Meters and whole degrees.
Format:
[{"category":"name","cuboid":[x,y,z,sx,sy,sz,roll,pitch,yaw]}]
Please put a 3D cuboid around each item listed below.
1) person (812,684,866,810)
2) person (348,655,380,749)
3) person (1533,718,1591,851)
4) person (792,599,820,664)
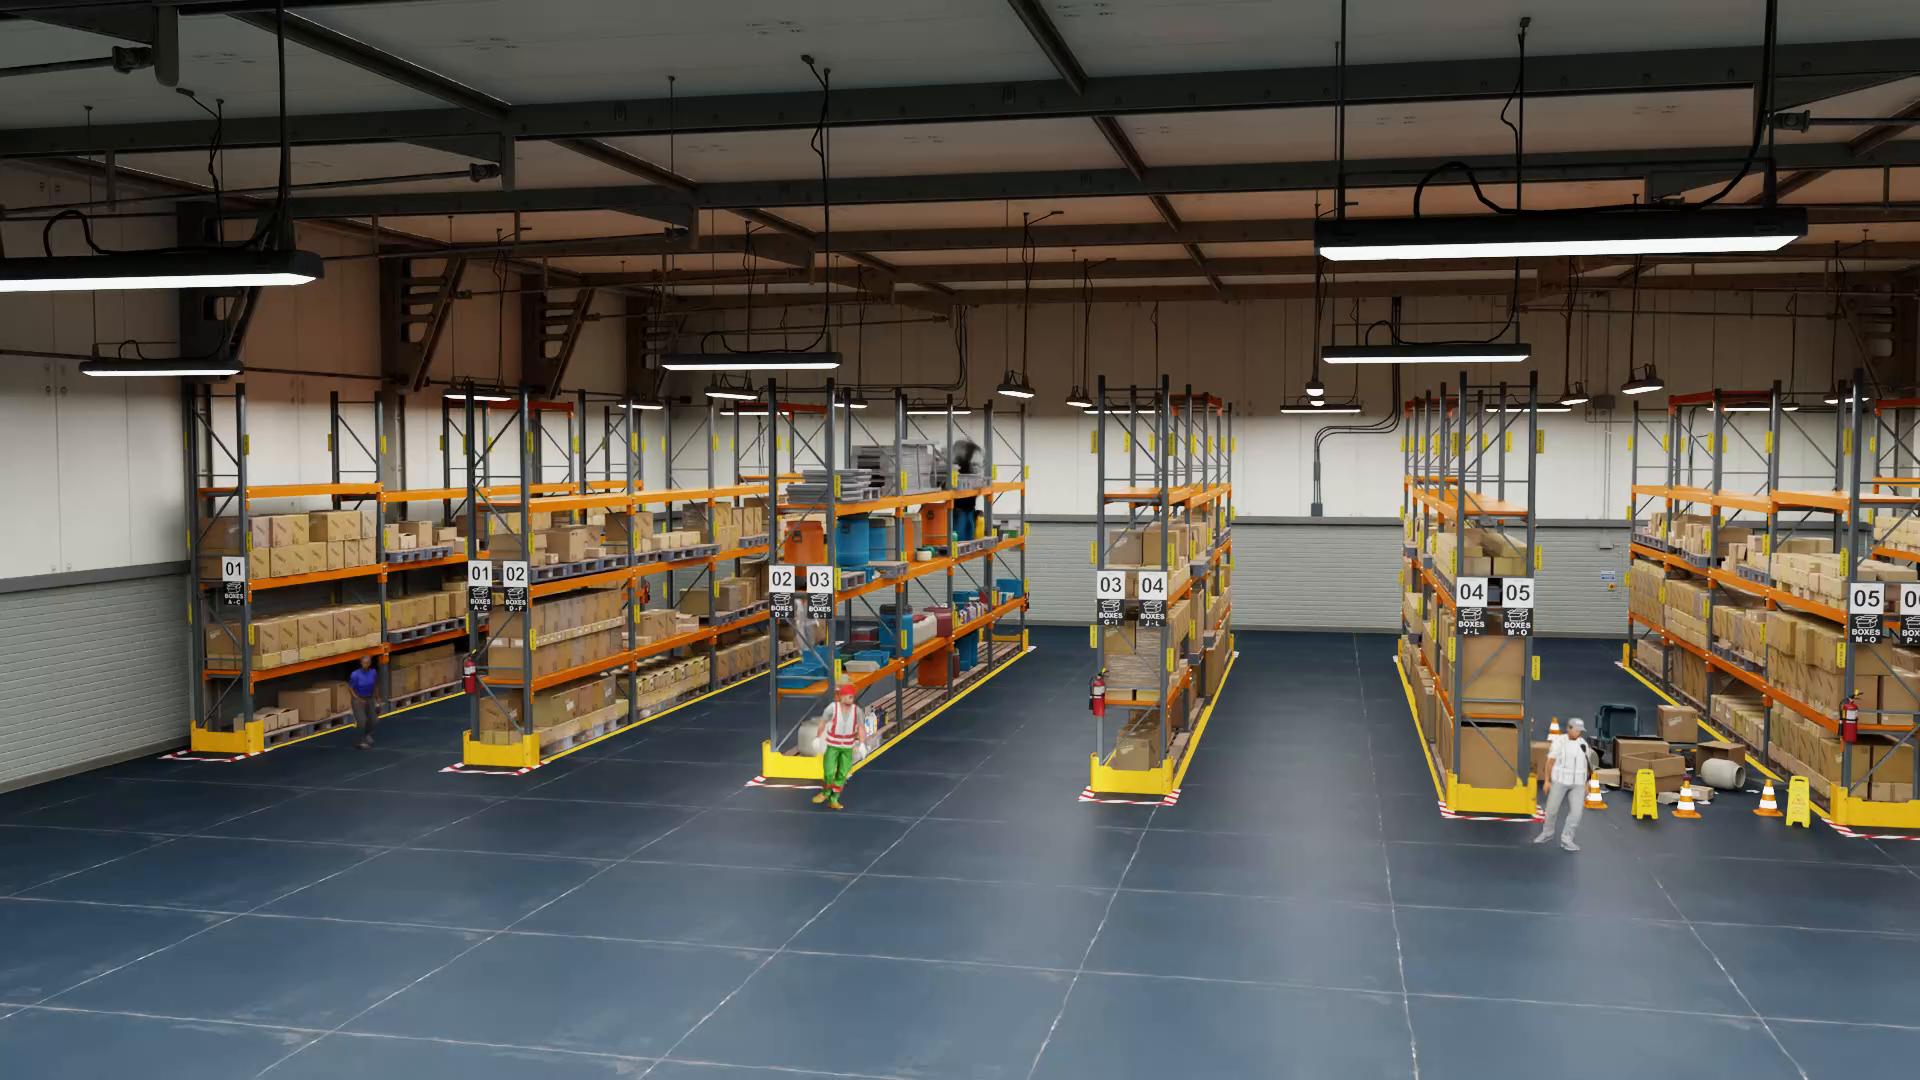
[{"category":"person","cuboid":[-1.646,2.831,22.758,0.694,1.745,0.559,-1,3,-19]},{"category":"person","cuboid":[-9.839,2.664,27.368,0.717,1.587,0.547,3,5,44]},{"category":"person","cuboid":[7.459,3.005,20.582,0.619,1.644,0.512,0,3,-2]},{"category":"person","cuboid":[-3.341,1.832,35.647,0.638,1.703,0.755,-1,3,-14]}]
